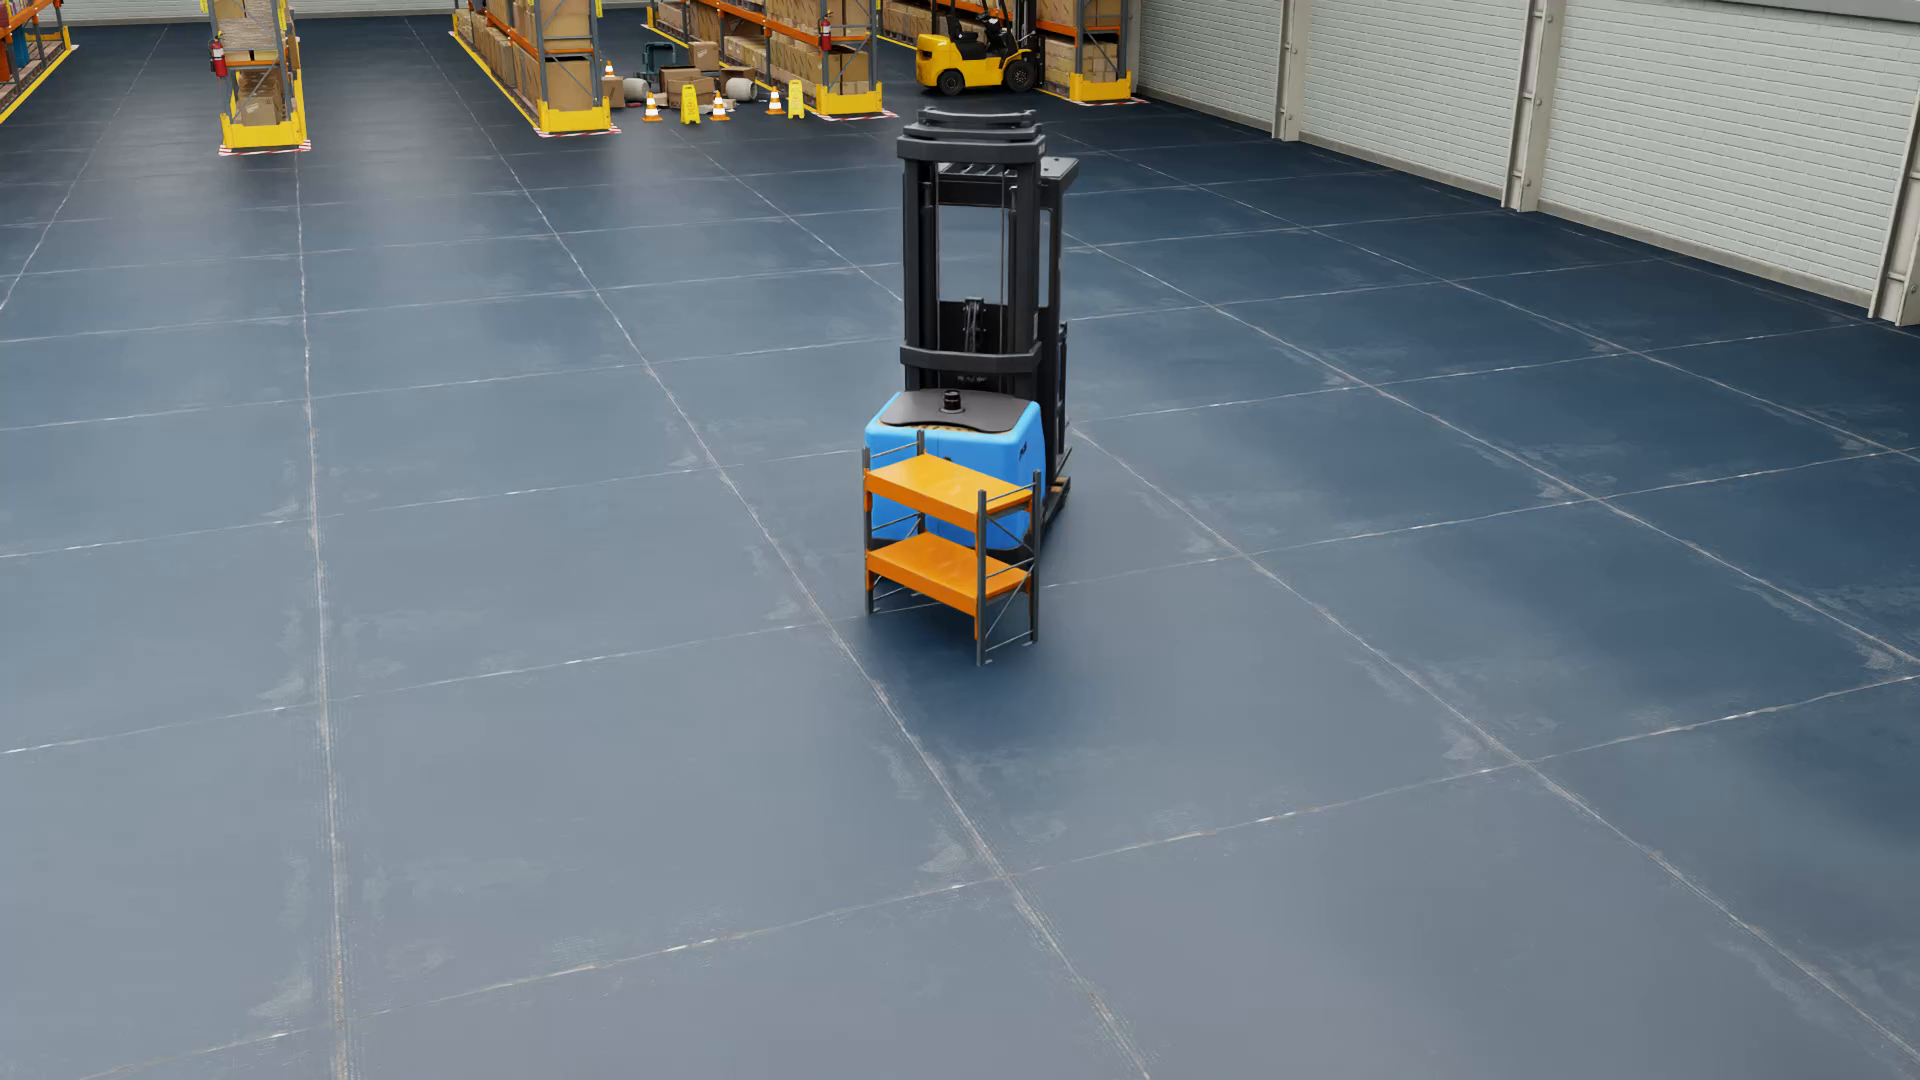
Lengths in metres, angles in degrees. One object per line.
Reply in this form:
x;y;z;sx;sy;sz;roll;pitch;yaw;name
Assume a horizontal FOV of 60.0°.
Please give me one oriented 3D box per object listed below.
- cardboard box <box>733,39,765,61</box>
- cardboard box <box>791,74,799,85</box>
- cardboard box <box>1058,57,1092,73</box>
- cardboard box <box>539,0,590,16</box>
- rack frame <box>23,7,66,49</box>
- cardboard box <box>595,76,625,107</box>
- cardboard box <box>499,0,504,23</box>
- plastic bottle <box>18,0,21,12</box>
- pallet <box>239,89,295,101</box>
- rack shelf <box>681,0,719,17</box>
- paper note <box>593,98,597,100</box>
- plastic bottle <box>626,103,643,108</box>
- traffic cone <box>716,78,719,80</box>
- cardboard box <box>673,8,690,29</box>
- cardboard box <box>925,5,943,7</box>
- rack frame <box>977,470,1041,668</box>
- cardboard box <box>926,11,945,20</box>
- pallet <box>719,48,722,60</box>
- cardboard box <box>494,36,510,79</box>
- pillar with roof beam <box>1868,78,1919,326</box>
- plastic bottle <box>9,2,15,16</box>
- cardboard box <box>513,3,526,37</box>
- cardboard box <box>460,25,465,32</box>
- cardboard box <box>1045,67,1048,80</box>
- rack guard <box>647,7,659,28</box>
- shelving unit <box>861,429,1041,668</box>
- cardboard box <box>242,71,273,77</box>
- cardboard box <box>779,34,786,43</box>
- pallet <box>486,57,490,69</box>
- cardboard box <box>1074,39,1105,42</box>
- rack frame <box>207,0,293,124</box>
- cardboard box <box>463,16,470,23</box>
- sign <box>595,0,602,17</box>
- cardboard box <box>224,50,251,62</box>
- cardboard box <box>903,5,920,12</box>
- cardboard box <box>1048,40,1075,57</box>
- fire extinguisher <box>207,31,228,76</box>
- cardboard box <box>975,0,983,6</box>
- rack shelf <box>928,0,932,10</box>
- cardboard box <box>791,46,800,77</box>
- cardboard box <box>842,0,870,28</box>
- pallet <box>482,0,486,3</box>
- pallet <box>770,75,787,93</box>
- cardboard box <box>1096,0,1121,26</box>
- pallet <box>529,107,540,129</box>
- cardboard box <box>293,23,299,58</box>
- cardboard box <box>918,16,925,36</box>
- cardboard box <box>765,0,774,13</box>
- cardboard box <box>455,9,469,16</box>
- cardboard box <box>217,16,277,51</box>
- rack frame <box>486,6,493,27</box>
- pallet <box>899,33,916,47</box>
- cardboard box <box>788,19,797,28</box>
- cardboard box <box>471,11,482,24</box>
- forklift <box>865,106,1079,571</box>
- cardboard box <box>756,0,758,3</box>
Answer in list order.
-4.344;-10.545;35.749;0.950;0.372;0.625;-9;24;-20;cardboard box
-2.879;-8.691;31.508;0.500;0.250;0.500;-9;25;-21;cardboard box
2.202;-9.102;31.840;0.500;0.250;0.500;-9;24;-20;cardboard box
-6.666;-9.120;27.943;0.875;0.550;0.550;-8;24;-19;cardboard box
-21.533;-12.903;38.502;1.000;3.000;0.127;-8;24;-19;rack frame
-6.476;-8.293;30.778;0.500;0.500;0.500;-4;23;-10;cardboard box
-8.597;-10.249;32.076;0.500;0.500;0.500;-9;24;-20;cardboard box
-19.371;-10.978;34.094;0.152;0.276;0.135;-8;24;-19;plastic bottle
-12.937;-8.220;30.982;1.003;0.211;1.213;-8;24;-19;pallet
-5.509;-12.431;38.308;1.077;0.370;4.000;-8;24;-19;rack shelf
-6.900;-8.379;31.589;0.142;0.020;0.147;12;26;27;paper note
-6.017;-8.054;30.779;0.283;0.061;0.133;-18;29;-37;plastic bottle
-5.137;-9.672;34.102;0.336;0.463;0.334;-8;24;-19;traffic cone
-6.654;-13.070;41.656;0.875;0.438;0.875;-9;25;-21;cardboard box
-0.615;-12.858;40.236;0.380;0.149;0.250;-9;25;-21;cardboard box
0.291;0.172;9.893;0.500;1.125;0.032;-21;30;-40;rack frame
-0.571;-12.203;38.684;0.380;0.149;0.250;-10;25;-22;cardboard box
-5.010;-11.048;37.690;1.003;0.211;1.213;-8;24;-19;pallet
-8.625;-9.588;32.991;1.050;0.750;0.750;-8;24;-19;cardboard box
5.595;-5.822;13.976;9.100;9.000;0.400;-8;24;-19;pillar with roof beam
-19.047;-10.645;33.304;0.152;0.276;0.135;-8;24;-19;plastic bottle
-7.547;-9.394;29.983;0.875;0.550;0.550;-8;24;-19;cardboard box
-12.087;-12.591;40.891;0.380;0.149;0.250;-8;24;-18;cardboard box
1.870;-9.230;32.787;0.500;0.250;0.500;-8;24;-18;cardboard box
-7.637;-13.799;43.847;1.175;0.500;0.348;-8;24;-19;rack guard
-0.062;0.030;10.230;0.538;1.125;1.048;-21;30;-40;shelving unit
-12.556;-8.114;29.816;0.500;0.500;0.500;-9;25;-21;cardboard box
-3.262;-9.662;32.010;0.380;0.149;0.250;-7;24;-17;cardboard box
-9.672;-10.319;35.961;1.003;0.211;1.213;-8;24;-19;pallet
2.494;-9.580;32.330;0.500;0.250;0.500;-8;24;-19;cardboard box
-11.247;-7.769;26.321;1.000;3.000;0.127;-8;24;-19;rack frame
-11.709;-12.485;39.873;0.380;0.149;0.250;-9;25;-21;cardboard box
-6.050;-8.923;27.841;0.100;0.325;0.005;-8;24;-19;sign
-11.541;-7.729;26.549;0.380;0.149;0.250;-8;24;-19;cardboard box
-1.175;-12.880;40.288;0.380;0.149;0.250;-7;24;-17;cardboard box
2.026;-9.508;32.158;0.500;0.250;0.500;-8;24;-18;cardboard box
-11.638;-7.629;26.088;0.296;0.674;0.183;-8;24;-19;fire extinguisher
0.648;-11.525;35.425;0.500;0.250;0.500;-8;24;-19;cardboard box
-0.866;-13.113;39.927;1.077;0.370;4.000;-8;24;-19;rack shelf
-2.862;-9.030;31.346;0.500;0.500;0.500;-9;24;-20;cardboard box
-1.884;-9.522;29.969;0.500;0.500;0.500;-9;24;-20;cardboard box
-10.135;-11.945;36.476;1.003;0.211;1.213;-8;24;-19;pallet
-3.119;-9.058;32.970;1.003;0.211;1.213;-8;24;-19;pallet
2.751;-10.076;31.665;0.500;0.500;0.500;-8;24;-17;cardboard box
-6.927;-7.408;29.054;1.003;0.211;1.213;-8;24;-19;pallet
-14.925;-10.790;35.682;1.225;0.875;0.875;-9;25;-21;cardboard box
-0.677;-12.067;39.196;0.500;0.500;0.500;-9;24;-20;cardboard box
-3.495;-10.567;32.448;0.500;0.500;0.500;-8;24;-19;cardboard box
-12.356;-13.144;41.436;0.380;0.149;0.250;-10;25;-21;cardboard box
-11.416;-8.156;26.727;0.875;0.500;0.500;-8;24;-19;cardboard box
-9.397;-11.320;34.746;1.000;3.000;0.127;-8;24;-19;rack frame
-0.816;-12.152;40.311;1.003;0.211;1.213;-8;24;-19;pallet
-3.020;-9.754;31.355;0.380;0.149;0.250;-8;24;-19;cardboard box
-10.797;-11.856;37.729;0.500;0.250;0.500;-9;25;-21;cardboard box
0.210;-1.609;11.794;1.130;2.935;3.031;5;23;12;forklift
-3.906;-10.908;33.550;0.380;0.149;0.250;-9;25;-21;cardboard box
